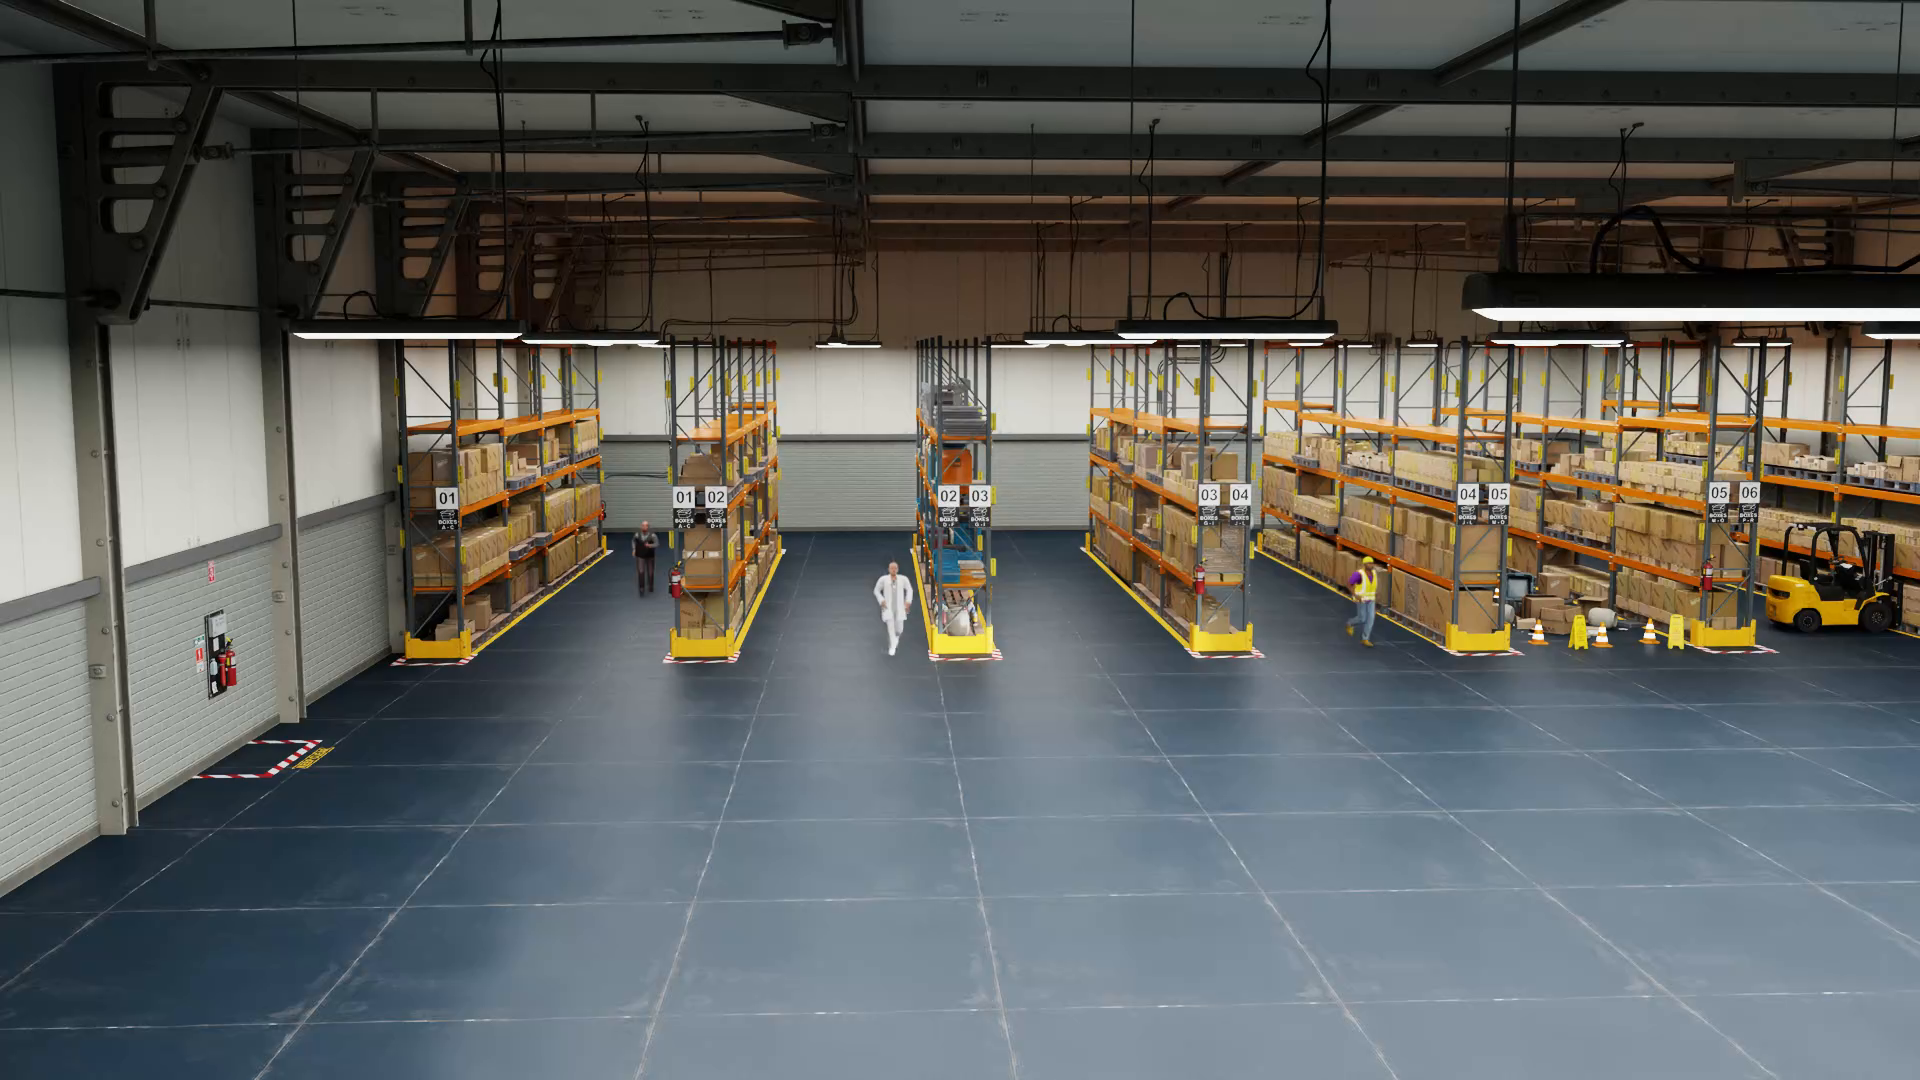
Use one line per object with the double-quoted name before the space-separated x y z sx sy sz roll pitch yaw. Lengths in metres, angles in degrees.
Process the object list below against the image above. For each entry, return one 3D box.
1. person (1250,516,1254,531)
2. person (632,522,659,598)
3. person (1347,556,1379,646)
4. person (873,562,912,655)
"person" 7.580 -0.191 44.737 0.607 1.741 0.881 0 6 1
"person" -7.347 0.433 38.861 0.649 1.730 0.938 -1 7 -6
"person" 7.912 1.174 32.613 0.726 1.741 0.777 -3 7 -25
"person" -1.271 1.285 31.622 0.747 1.744 0.652 -1 7 -11
